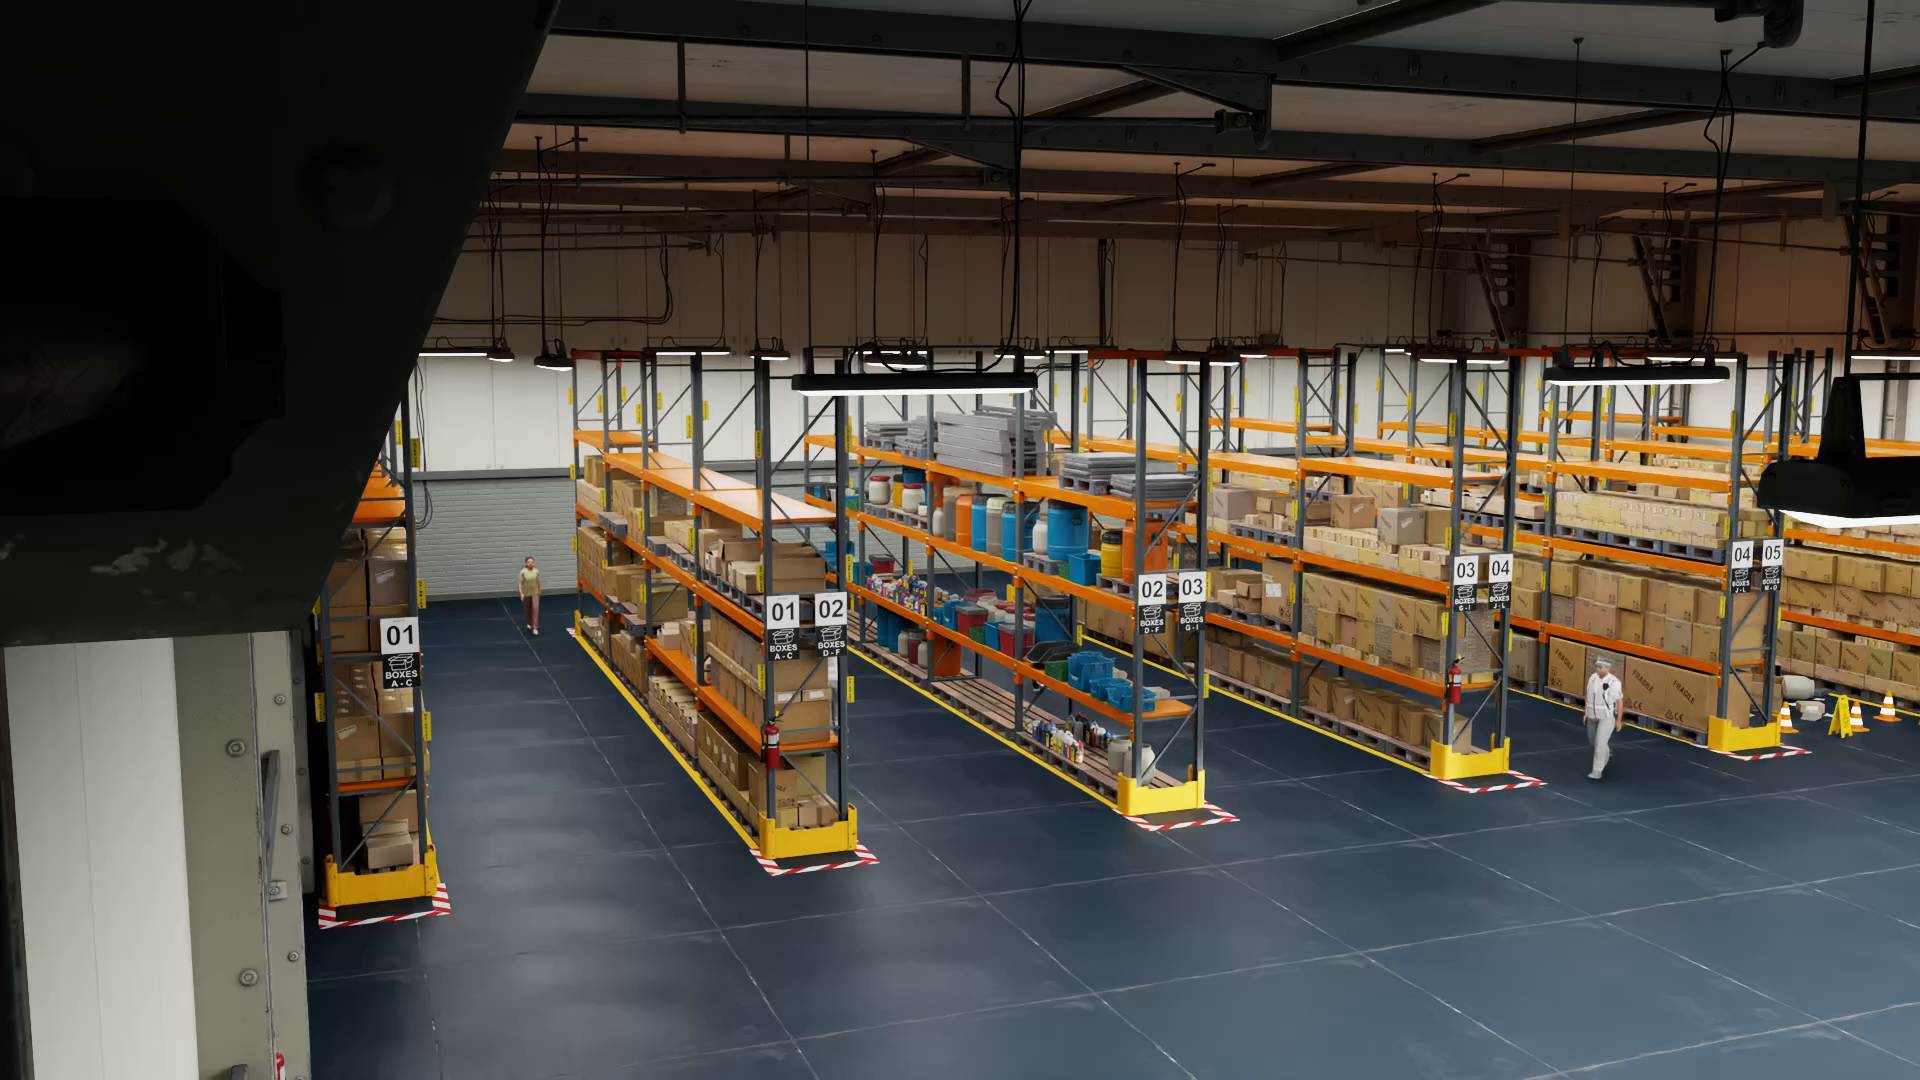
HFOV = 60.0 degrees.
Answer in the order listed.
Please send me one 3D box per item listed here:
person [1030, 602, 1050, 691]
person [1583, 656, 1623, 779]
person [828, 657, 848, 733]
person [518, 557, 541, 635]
[{"bbox_3d":[1.381,1.895,29.371,0.498,1.586,0.446,3,8,21],"label":"person"},{"bbox_3d":[9.235,2.503,23.846,0.539,1.726,1.019,7,10,44],"label":"person"},{"bbox_3d":[-2.058,2.201,26.110,0.585,1.774,0.474,-1,7,-6],"label":"person"},{"bbox_3d":[-9.089,1.159,35.097,0.431,1.588,1.072,-1,7,-11],"label":"person"}]
